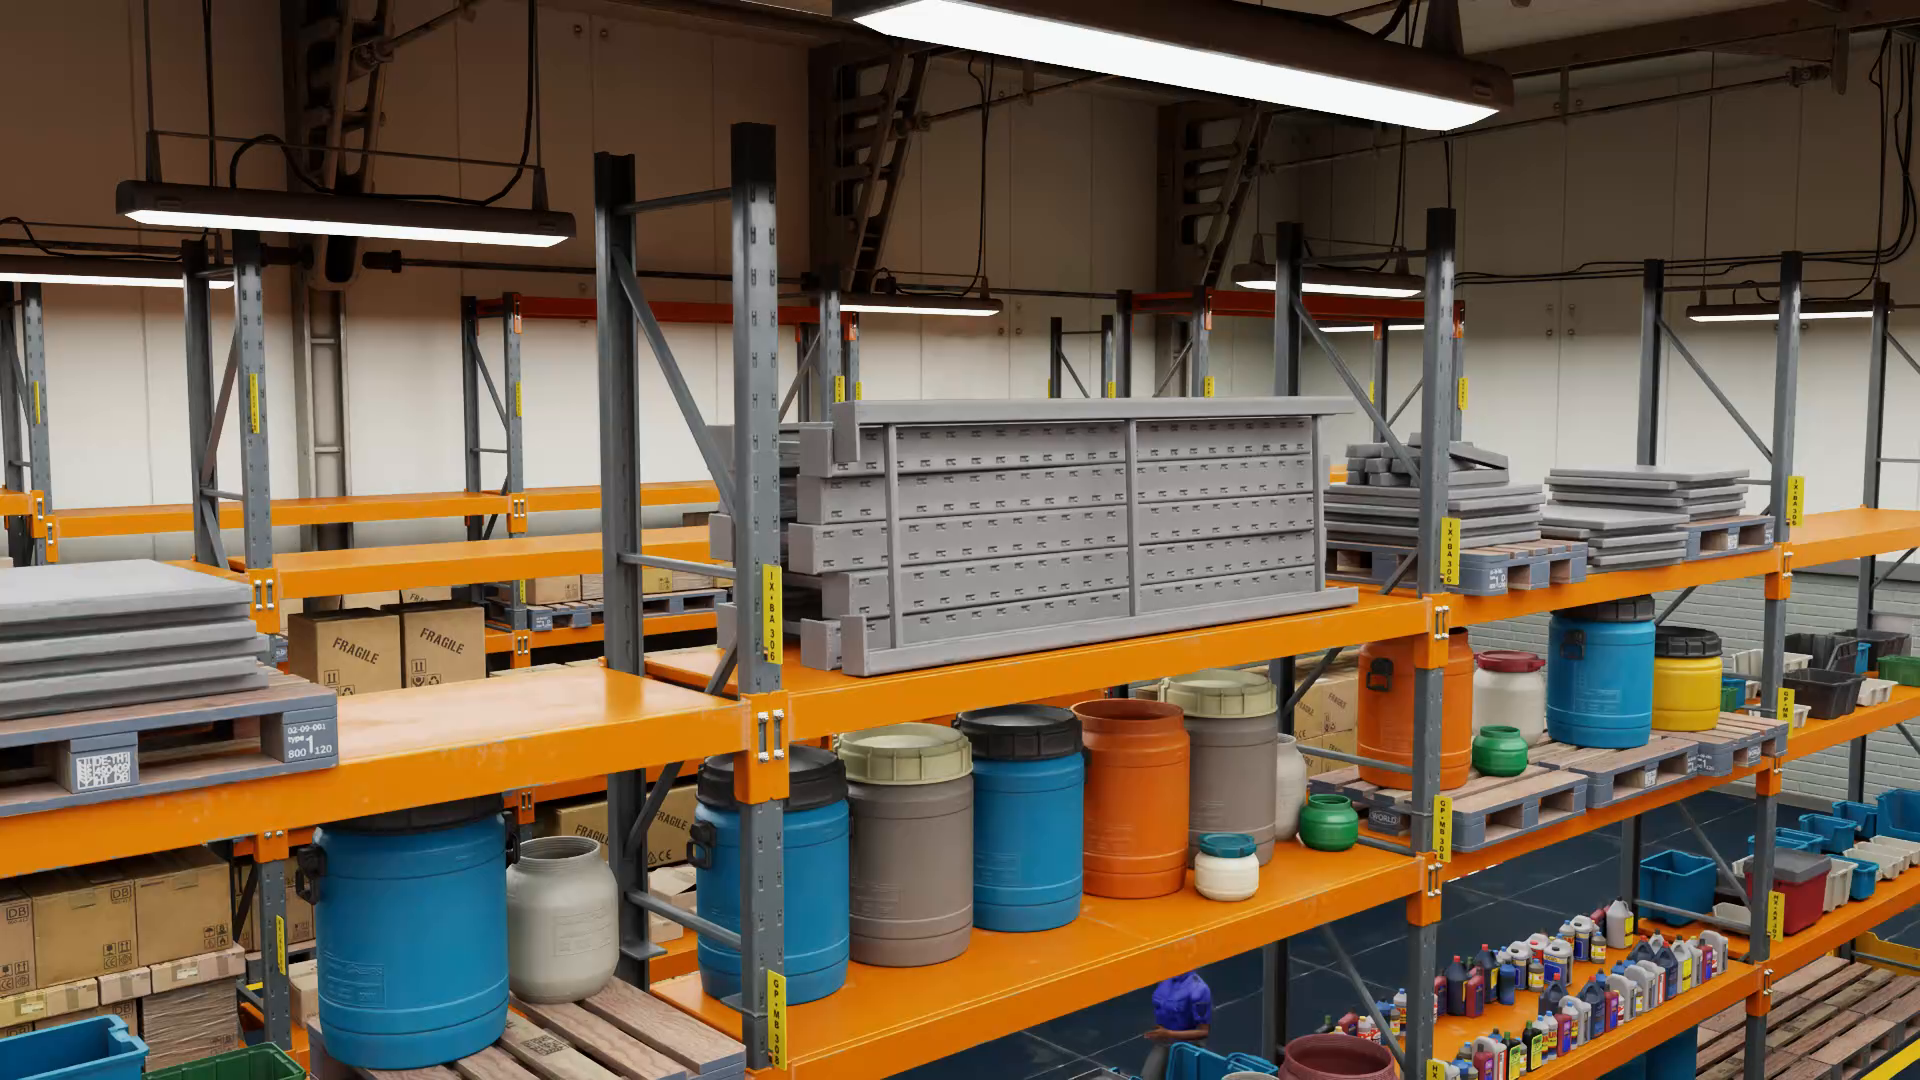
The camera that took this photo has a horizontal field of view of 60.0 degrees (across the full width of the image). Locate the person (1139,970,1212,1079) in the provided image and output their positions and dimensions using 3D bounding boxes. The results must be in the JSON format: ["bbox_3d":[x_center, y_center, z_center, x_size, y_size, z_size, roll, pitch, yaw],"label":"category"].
[{"bbox_3d":[1.403,3.346,10.681,0.726,1.689,0.550,-4,7,-37],"label":"person"}]
